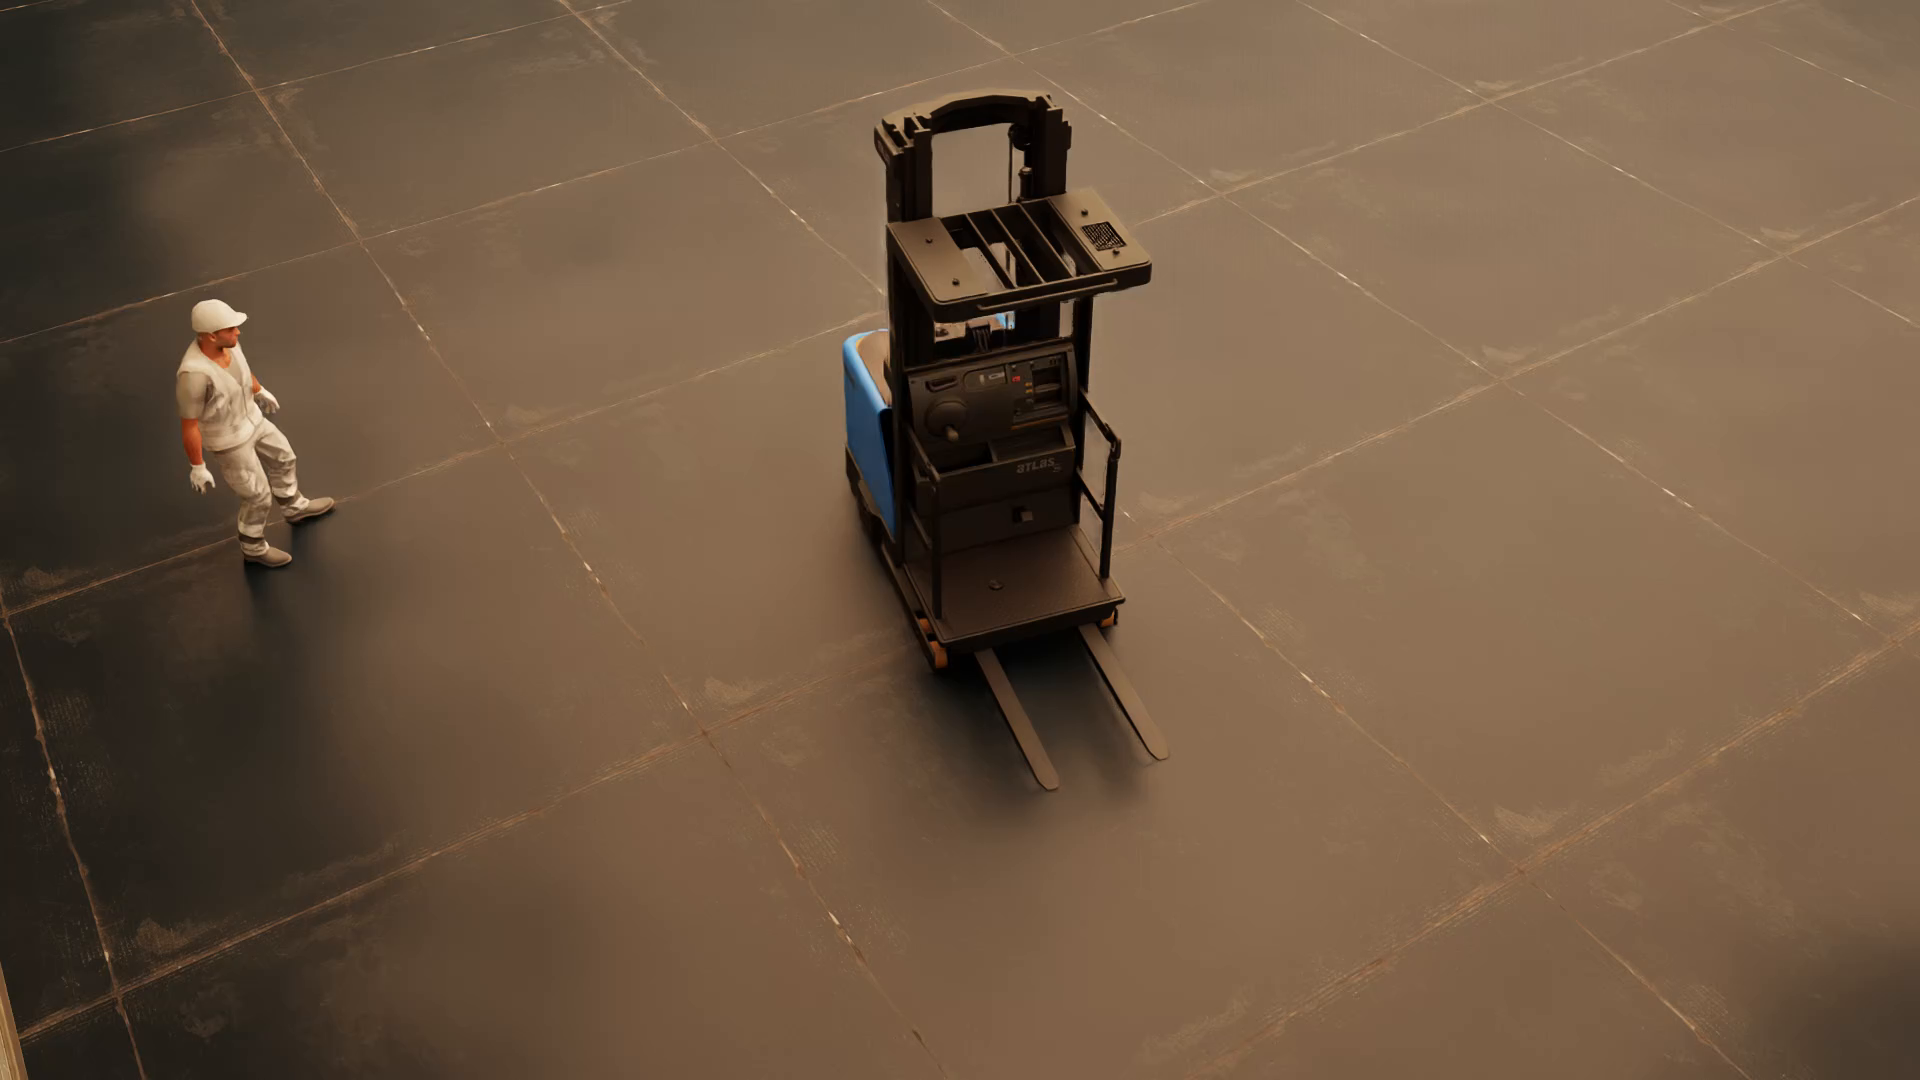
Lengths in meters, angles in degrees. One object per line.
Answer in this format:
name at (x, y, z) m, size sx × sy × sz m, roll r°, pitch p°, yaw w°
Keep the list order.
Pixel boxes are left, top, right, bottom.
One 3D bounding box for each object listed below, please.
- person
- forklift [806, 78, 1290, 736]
person at (-4.100, -0.626, 9.475) m, size 0.420 × 1.766 × 0.759 m, roll -1°, pitch 41°, yaw -1°
forklift at (0.484, -0.787, 8.771) m, size 1.130 × 2.935 × 3.031 m, roll -33°, pitch 51°, yaw -32°
